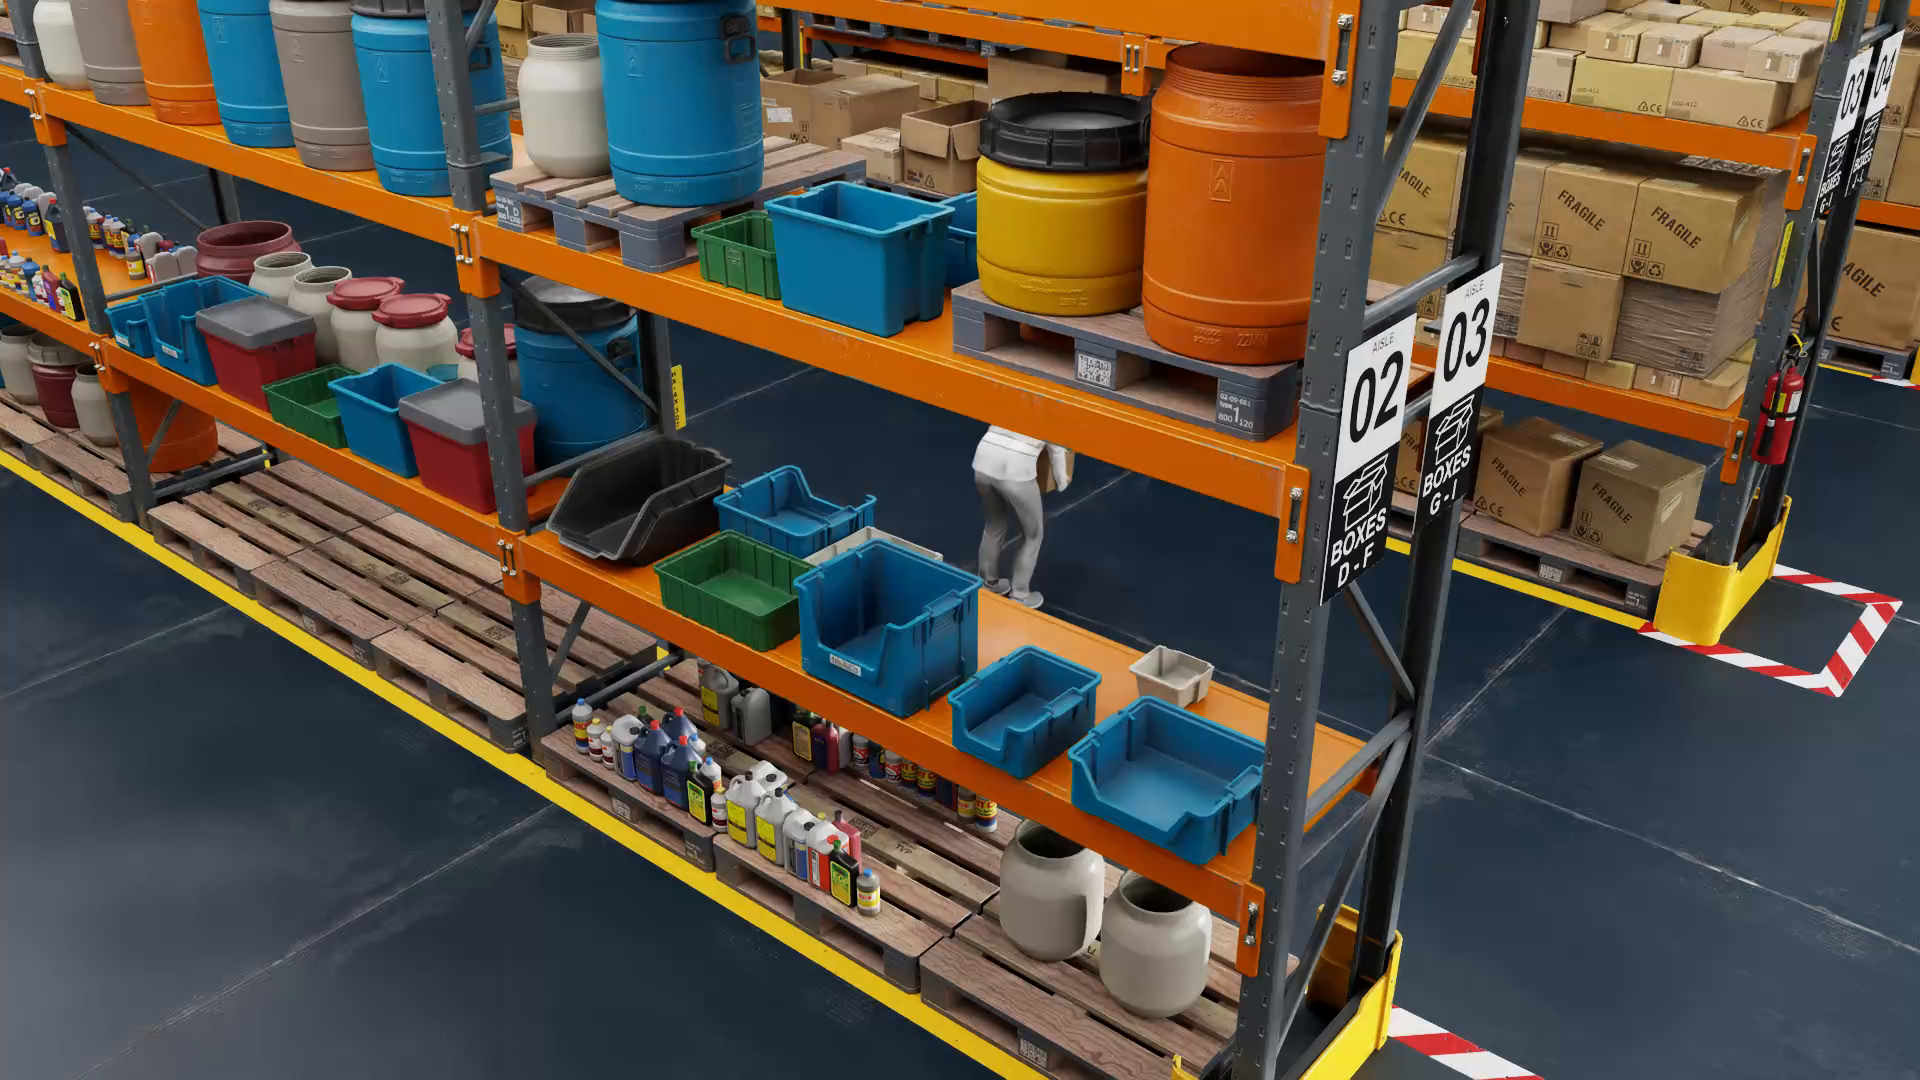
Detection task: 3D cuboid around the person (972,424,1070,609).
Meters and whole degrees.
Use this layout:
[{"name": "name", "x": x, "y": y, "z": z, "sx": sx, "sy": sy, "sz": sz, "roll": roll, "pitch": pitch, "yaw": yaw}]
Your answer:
[{"name": "person", "x": 0.347, "y": -0.369, "z": 9.457, "sx": 0.412, "sy": 1.551, "sz": 0.649, "roll": 20, "pitch": 34, "yaw": 33}]
